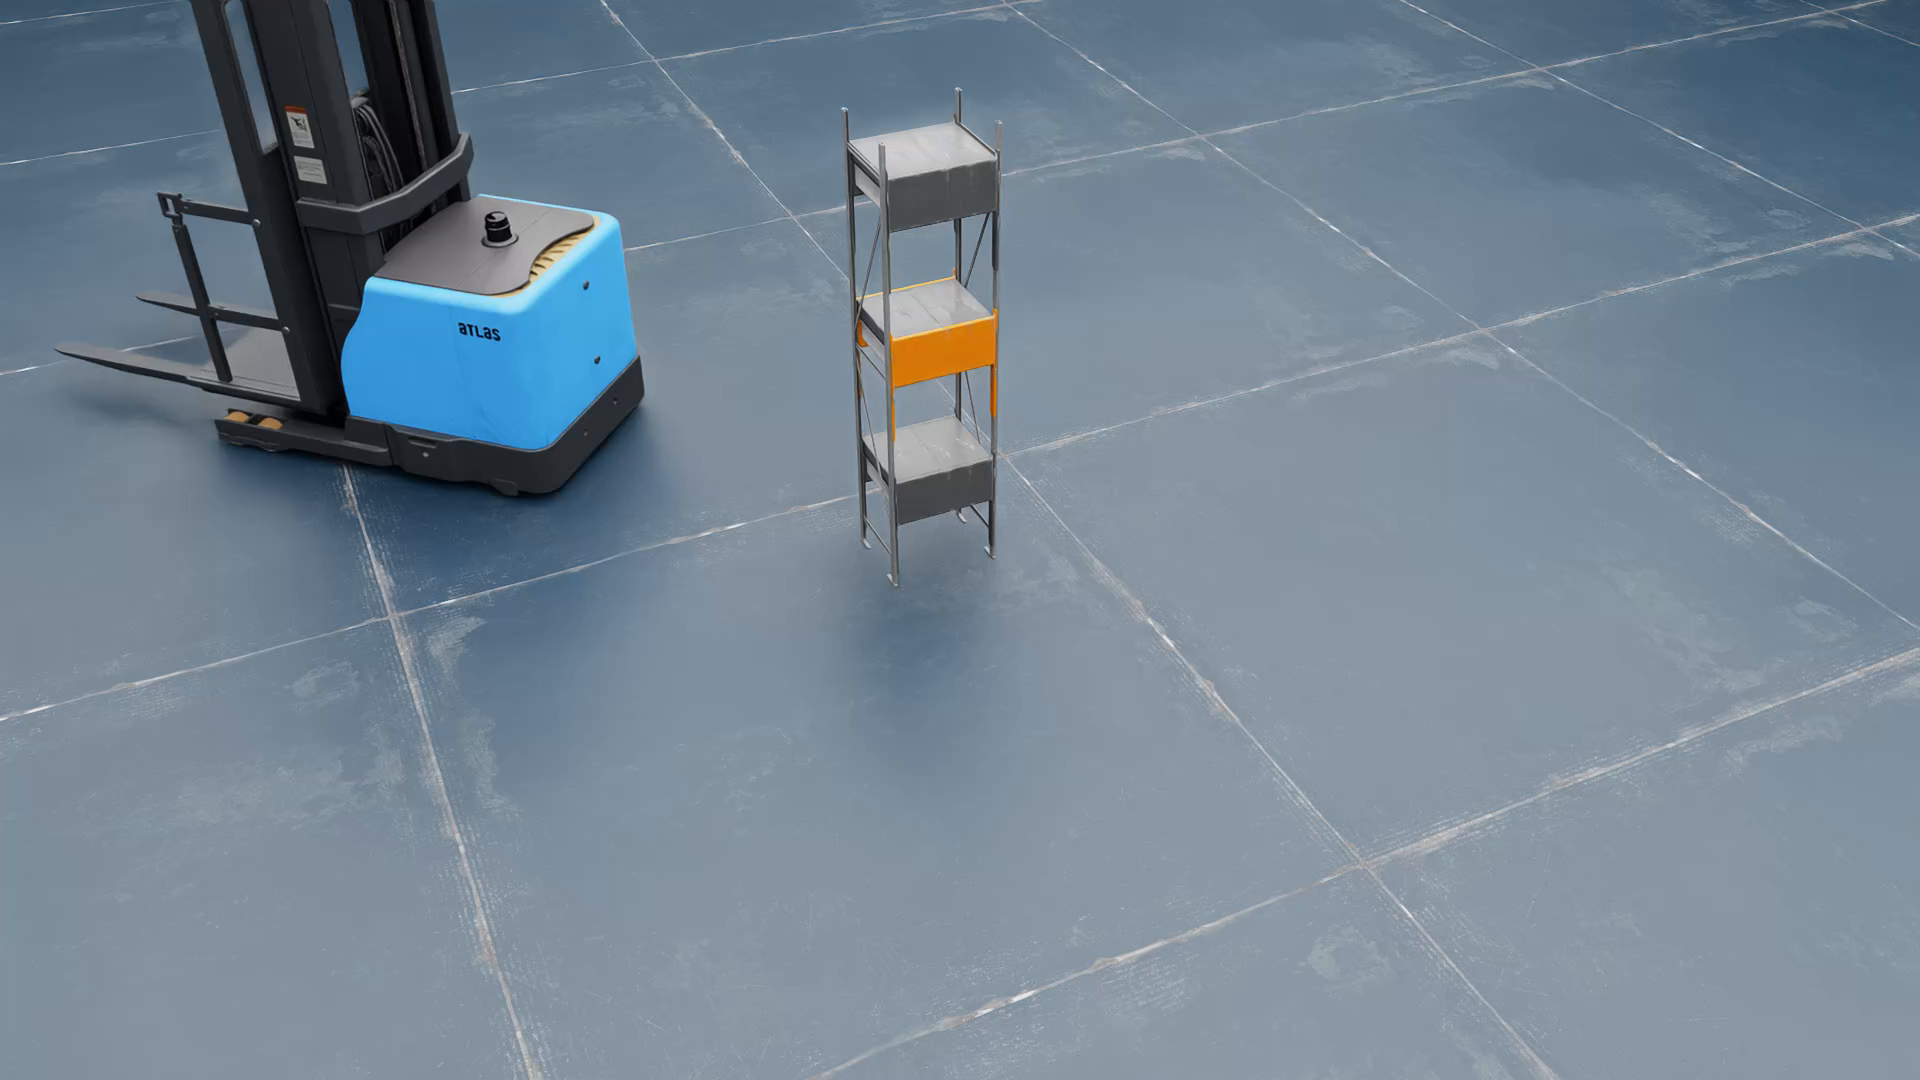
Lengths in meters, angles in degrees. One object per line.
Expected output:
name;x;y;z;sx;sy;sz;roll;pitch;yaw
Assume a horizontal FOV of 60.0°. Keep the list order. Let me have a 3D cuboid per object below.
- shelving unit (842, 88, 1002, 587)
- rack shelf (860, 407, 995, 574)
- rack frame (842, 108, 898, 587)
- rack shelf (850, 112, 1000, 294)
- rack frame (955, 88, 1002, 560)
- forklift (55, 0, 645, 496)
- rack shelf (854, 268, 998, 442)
shelving unit;-0.150;-0.801;7.068;0.503;2.100;0.431;-16;39;-20
rack shelf;-0.150;-0.228;7.493;0.480;0.518;0.431;-16;39;-20
rack frame;-0.371;-0.740;6.985;0.015;2.100;0.400;-16;39;-20
rack shelf;-0.150;-1.353;6.659;0.480;0.518;0.431;-16;39;-20
rack frame;0.071;-0.863;7.151;0.015;2.100;0.400;-16;39;-20
forklift;-3.214;-1.905;7.858;3.031;2.935;1.130;11;38;15
rack shelf;-0.150;-0.790;7.076;0.480;0.518;0.431;-16;39;-20
